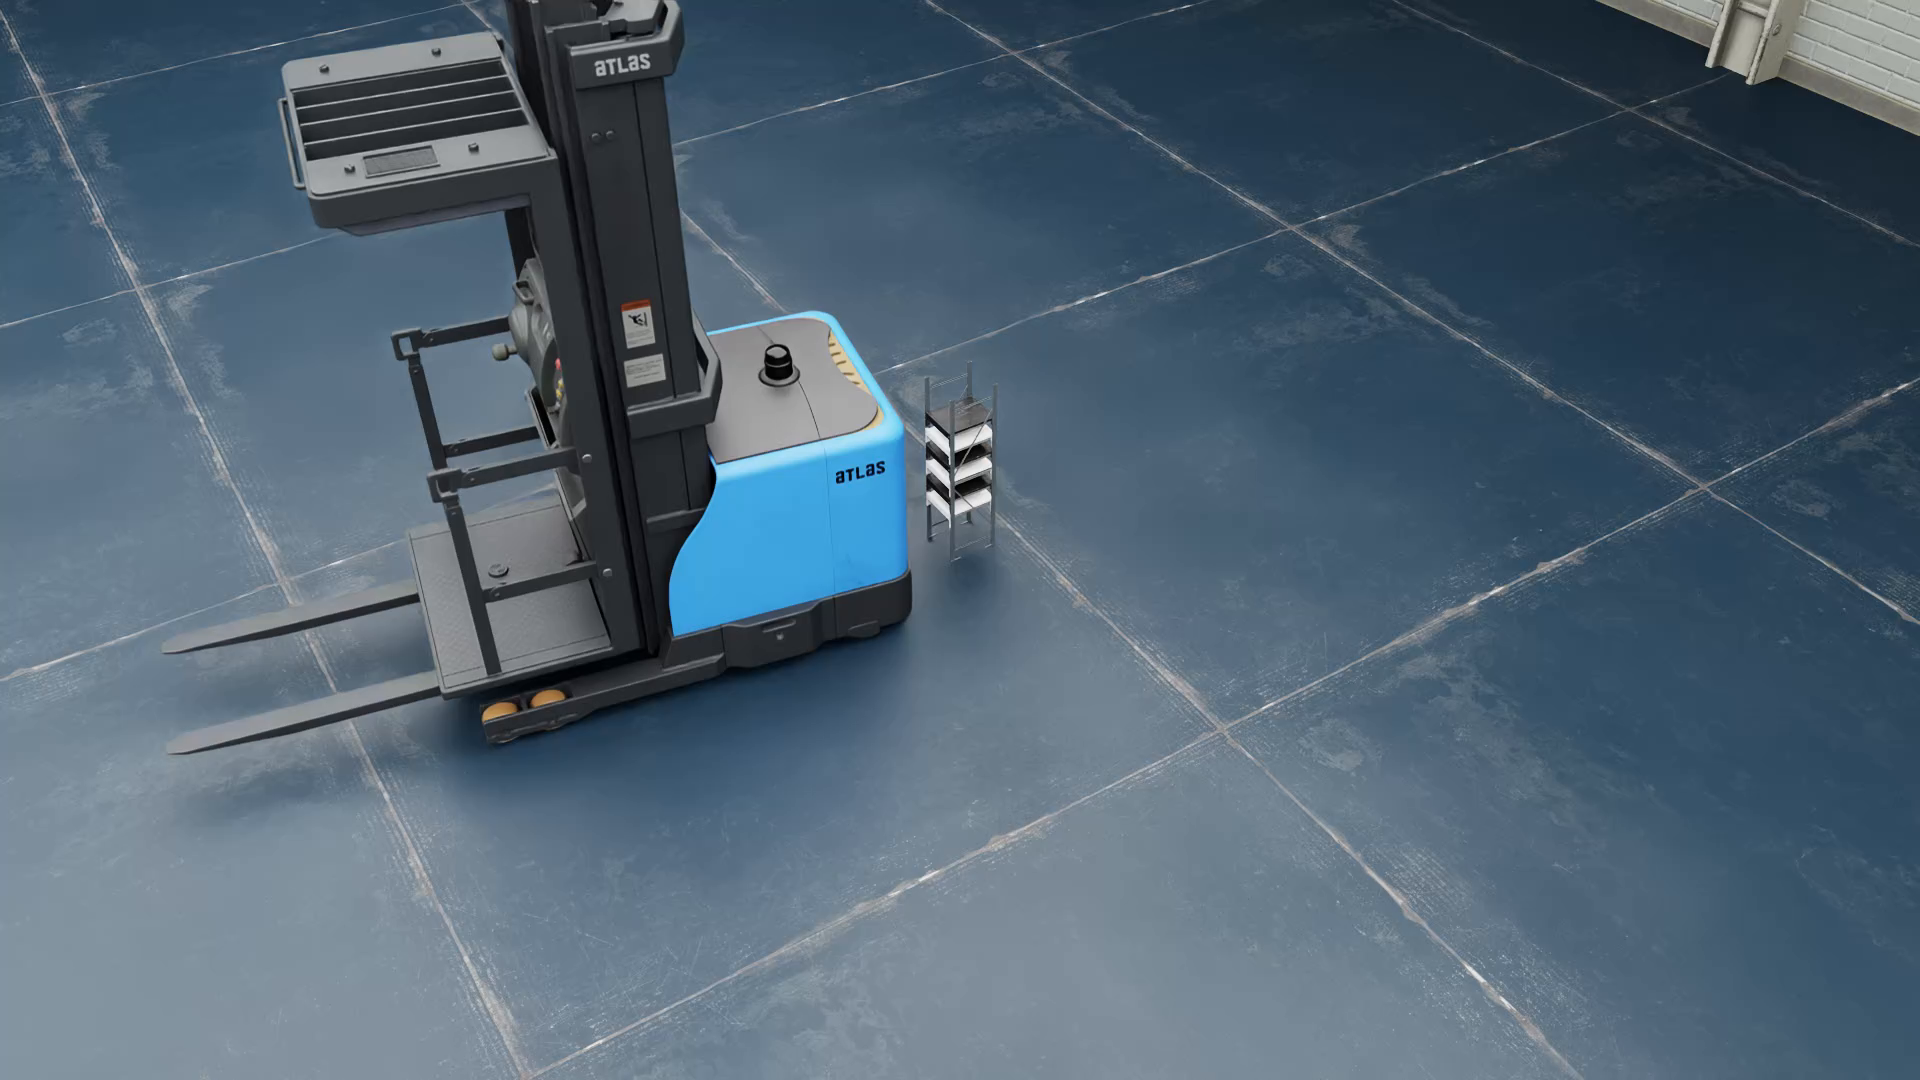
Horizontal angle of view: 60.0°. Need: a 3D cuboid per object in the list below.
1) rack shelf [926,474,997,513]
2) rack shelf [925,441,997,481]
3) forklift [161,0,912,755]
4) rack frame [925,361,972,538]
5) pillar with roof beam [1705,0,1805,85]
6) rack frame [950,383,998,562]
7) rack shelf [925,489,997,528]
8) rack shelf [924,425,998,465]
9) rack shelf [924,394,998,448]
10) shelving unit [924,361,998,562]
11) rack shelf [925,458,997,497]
[{"bbox_3d":[0.004,-0.247,7.536,0.258,0.077,0.200,-22,45,-24],"label":"rack shelf"},{"bbox_3d":[0.004,-0.385,7.420,0.258,0.077,0.200,-22,45,-24],"label":"rack shelf"},{"bbox_3d":[-1.778,-0.688,6.286,3.031,2.935,1.130,-14,42,-17],"label":"forklift"},{"bbox_3d":[-0.050,-0.396,7.523,0.240,0.900,0.006,-22,45,-24],"label":"rack frame"},{"bbox_3d":[1.887,-5.290,7.068,9.100,9.000,0.400,-22,45,-24],"label":"pillar with roof beam"},{"bbox_3d":[0.059,-0.286,7.391,0.240,0.900,0.006,-22,45,-24],"label":"rack frame"},{"bbox_3d":[0.004,-0.177,7.593,0.258,0.077,0.200,-22,45,-24],"label":"rack shelf"},{"bbox_3d":[0.004,-0.454,7.363,0.258,0.077,0.200,-22,45,-24],"label":"rack shelf"},{"bbox_3d":[0.004,-0.523,7.305,0.258,0.077,0.200,-22,45,-24],"label":"rack shelf"},{"bbox_3d":[0.004,-0.341,7.457,0.258,0.900,0.210,-22,45,-24],"label":"shelving unit"},{"bbox_3d":[0.004,-0.316,7.478,0.258,0.077,0.200,-22,45,-24],"label":"rack shelf"}]
